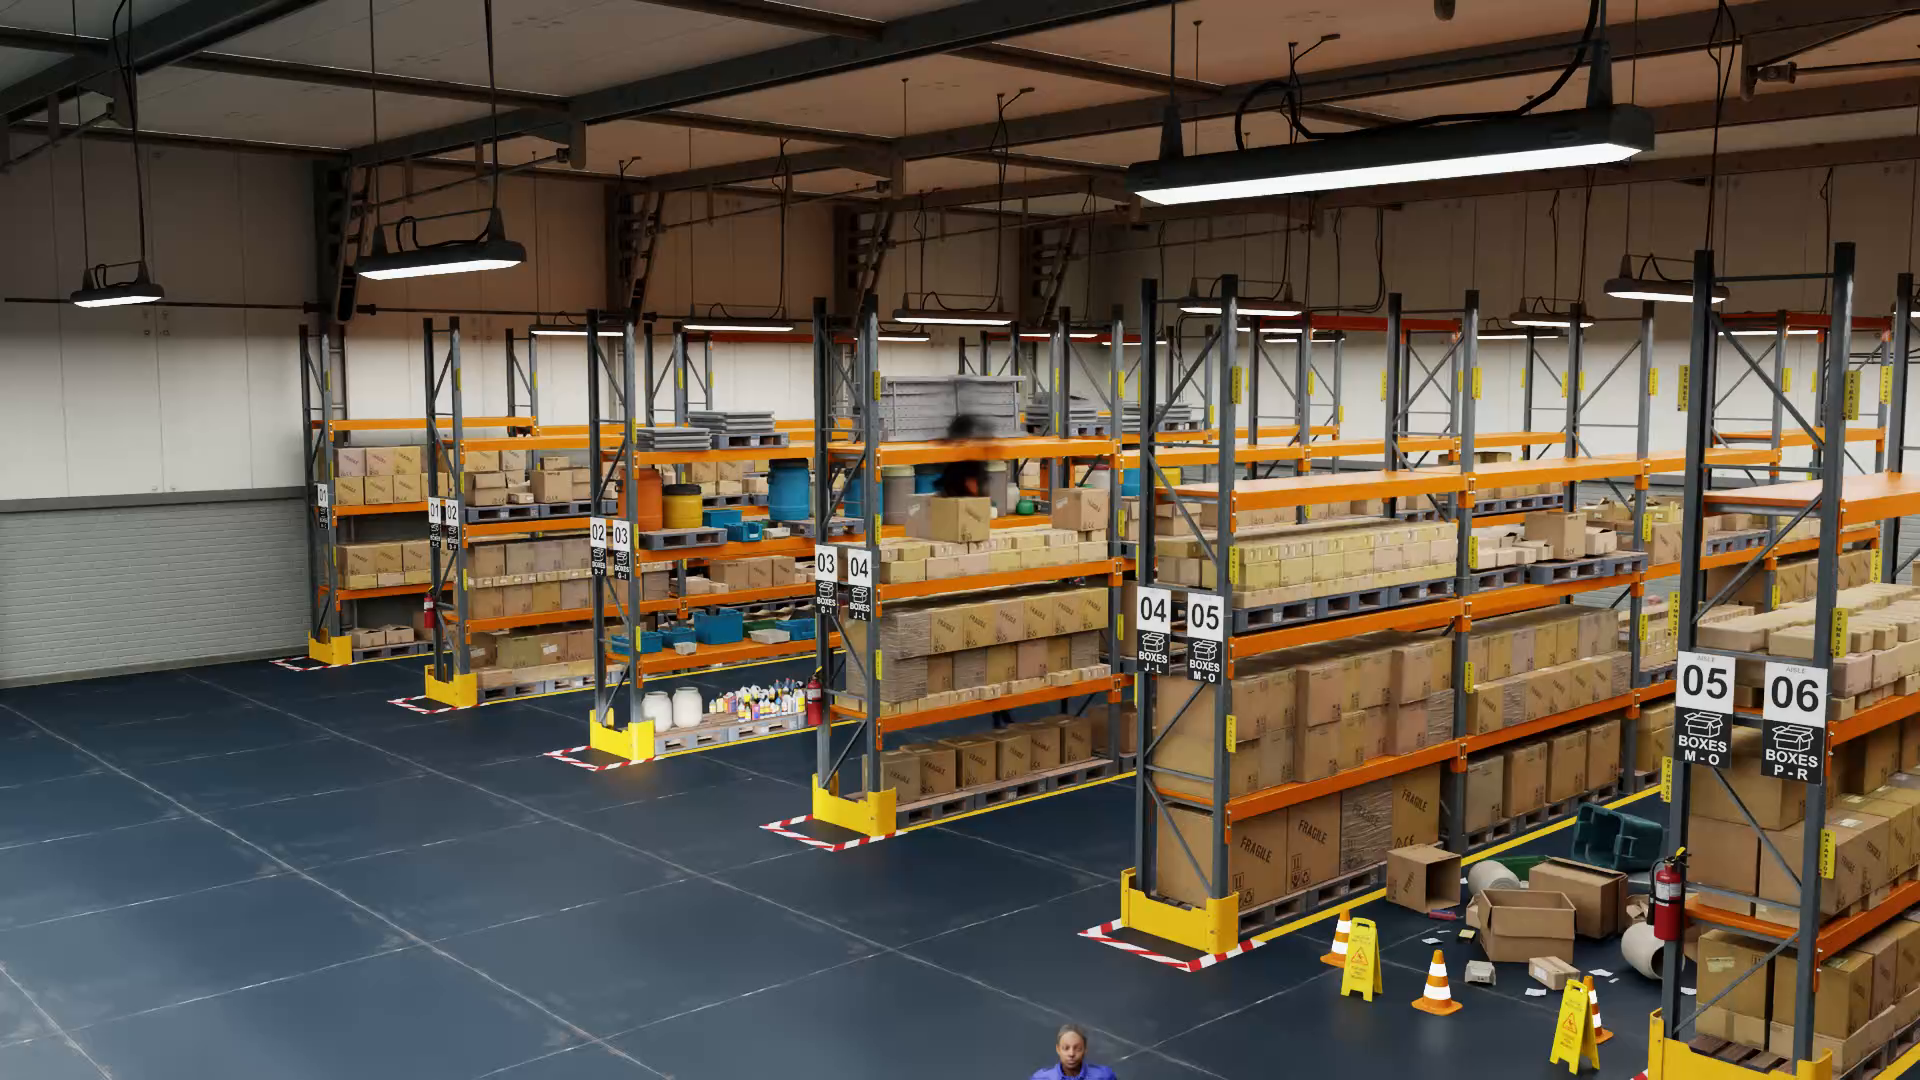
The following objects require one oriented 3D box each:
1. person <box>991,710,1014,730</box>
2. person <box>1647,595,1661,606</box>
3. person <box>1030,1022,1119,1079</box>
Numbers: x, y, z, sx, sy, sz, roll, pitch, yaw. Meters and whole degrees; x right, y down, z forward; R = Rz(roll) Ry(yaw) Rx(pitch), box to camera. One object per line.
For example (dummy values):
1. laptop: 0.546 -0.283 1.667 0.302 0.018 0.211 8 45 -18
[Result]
1. person: 0.557 2.050 22.860 0.706 1.635 0.519 -5 8 -43
2. person: 10.754 1.701 25.697 0.724 1.734 0.712 -4 7 -37
3. person: 0.626 3.453 9.060 0.624 1.613 0.537 0 6 4
